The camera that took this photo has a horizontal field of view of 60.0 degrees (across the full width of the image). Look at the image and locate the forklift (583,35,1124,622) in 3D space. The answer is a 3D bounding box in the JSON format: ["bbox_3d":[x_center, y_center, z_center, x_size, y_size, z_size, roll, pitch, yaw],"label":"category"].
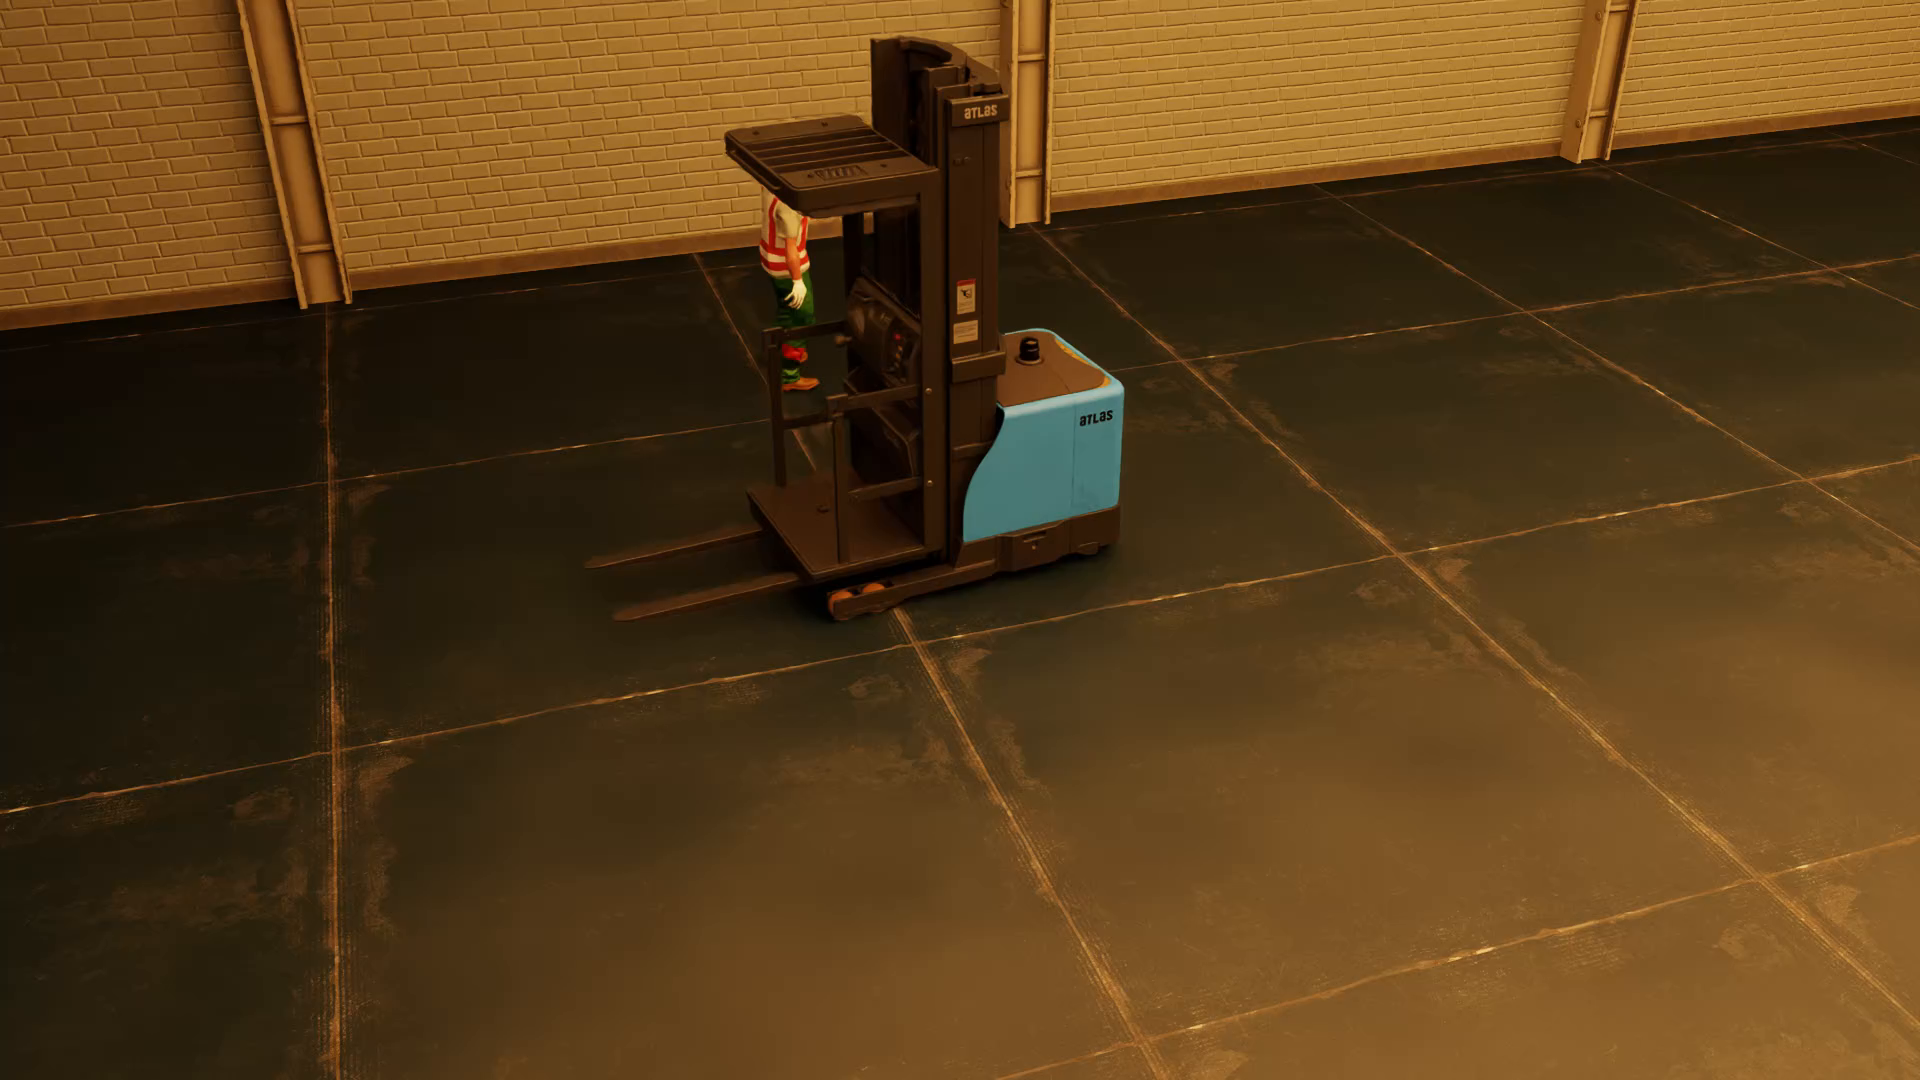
[{"bbox_3d":[-0.610,-1.118,9.031,3.031,2.935,1.130,-13,32,-22],"label":"forklift"}]

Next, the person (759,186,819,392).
[{"bbox_3d":[-1.175,-1.911,11.587,0.412,1.757,0.803,-12,32,-19],"label":"person"}]
